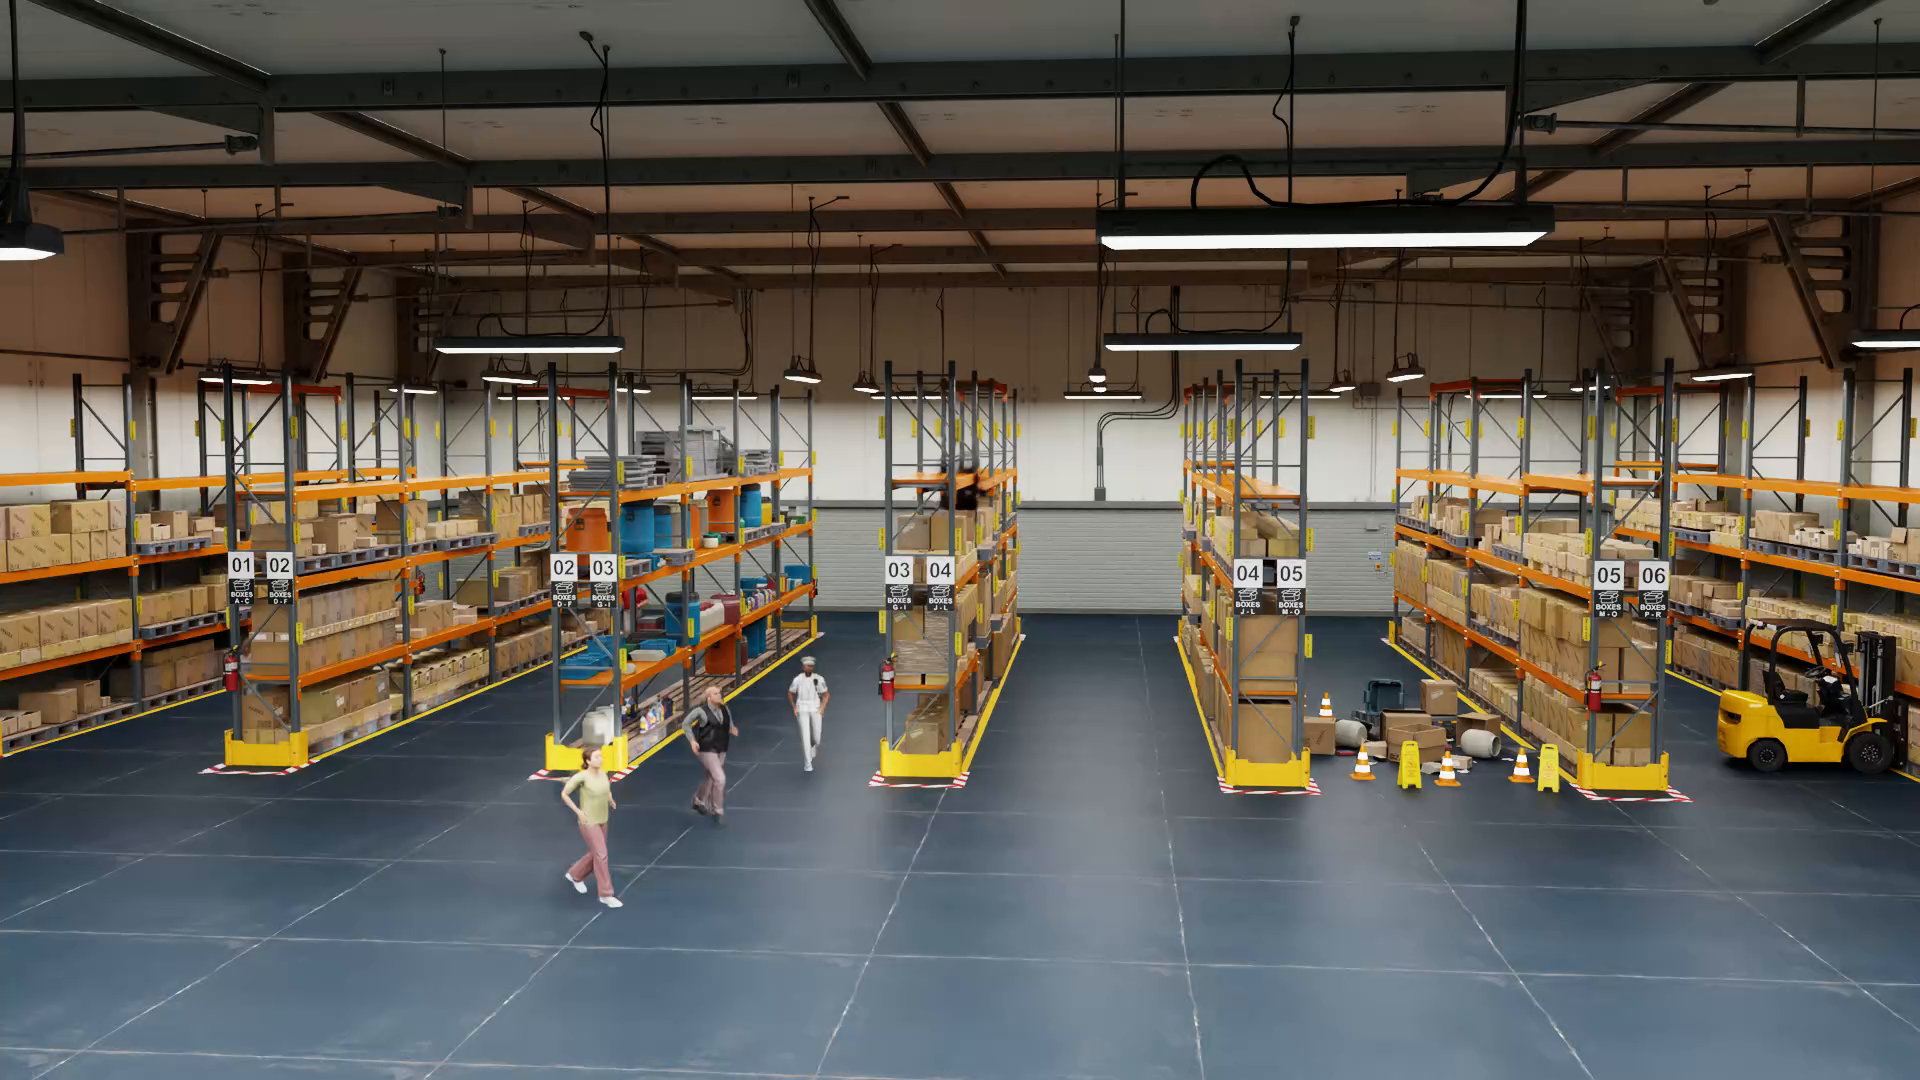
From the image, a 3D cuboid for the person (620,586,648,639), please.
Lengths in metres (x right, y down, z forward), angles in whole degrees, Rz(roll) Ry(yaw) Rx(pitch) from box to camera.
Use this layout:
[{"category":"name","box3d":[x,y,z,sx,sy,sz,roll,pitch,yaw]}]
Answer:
[{"category":"person","box3d":[-7.304,1.714,37.180,0.675,1.800,0.774,0,4,-2]}]

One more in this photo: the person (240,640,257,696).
[{"category":"person","box3d":[-11.795,2.429,27.514,0.538,1.548,0.549,0,4,-4]}]

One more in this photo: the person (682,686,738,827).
[{"category":"person","box3d":[-3.165,2.754,21.300,0.783,1.780,0.642,3,5,34]}]

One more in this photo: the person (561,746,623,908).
[{"category":"person","box3d":[-3.901,3.009,17.614,0.831,1.672,0.580,2,4,30]}]

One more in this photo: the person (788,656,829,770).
[{"category":"person","box3d":[-2.257,2.541,24.745,0.611,1.663,0.723,-1,4,-8]}]
